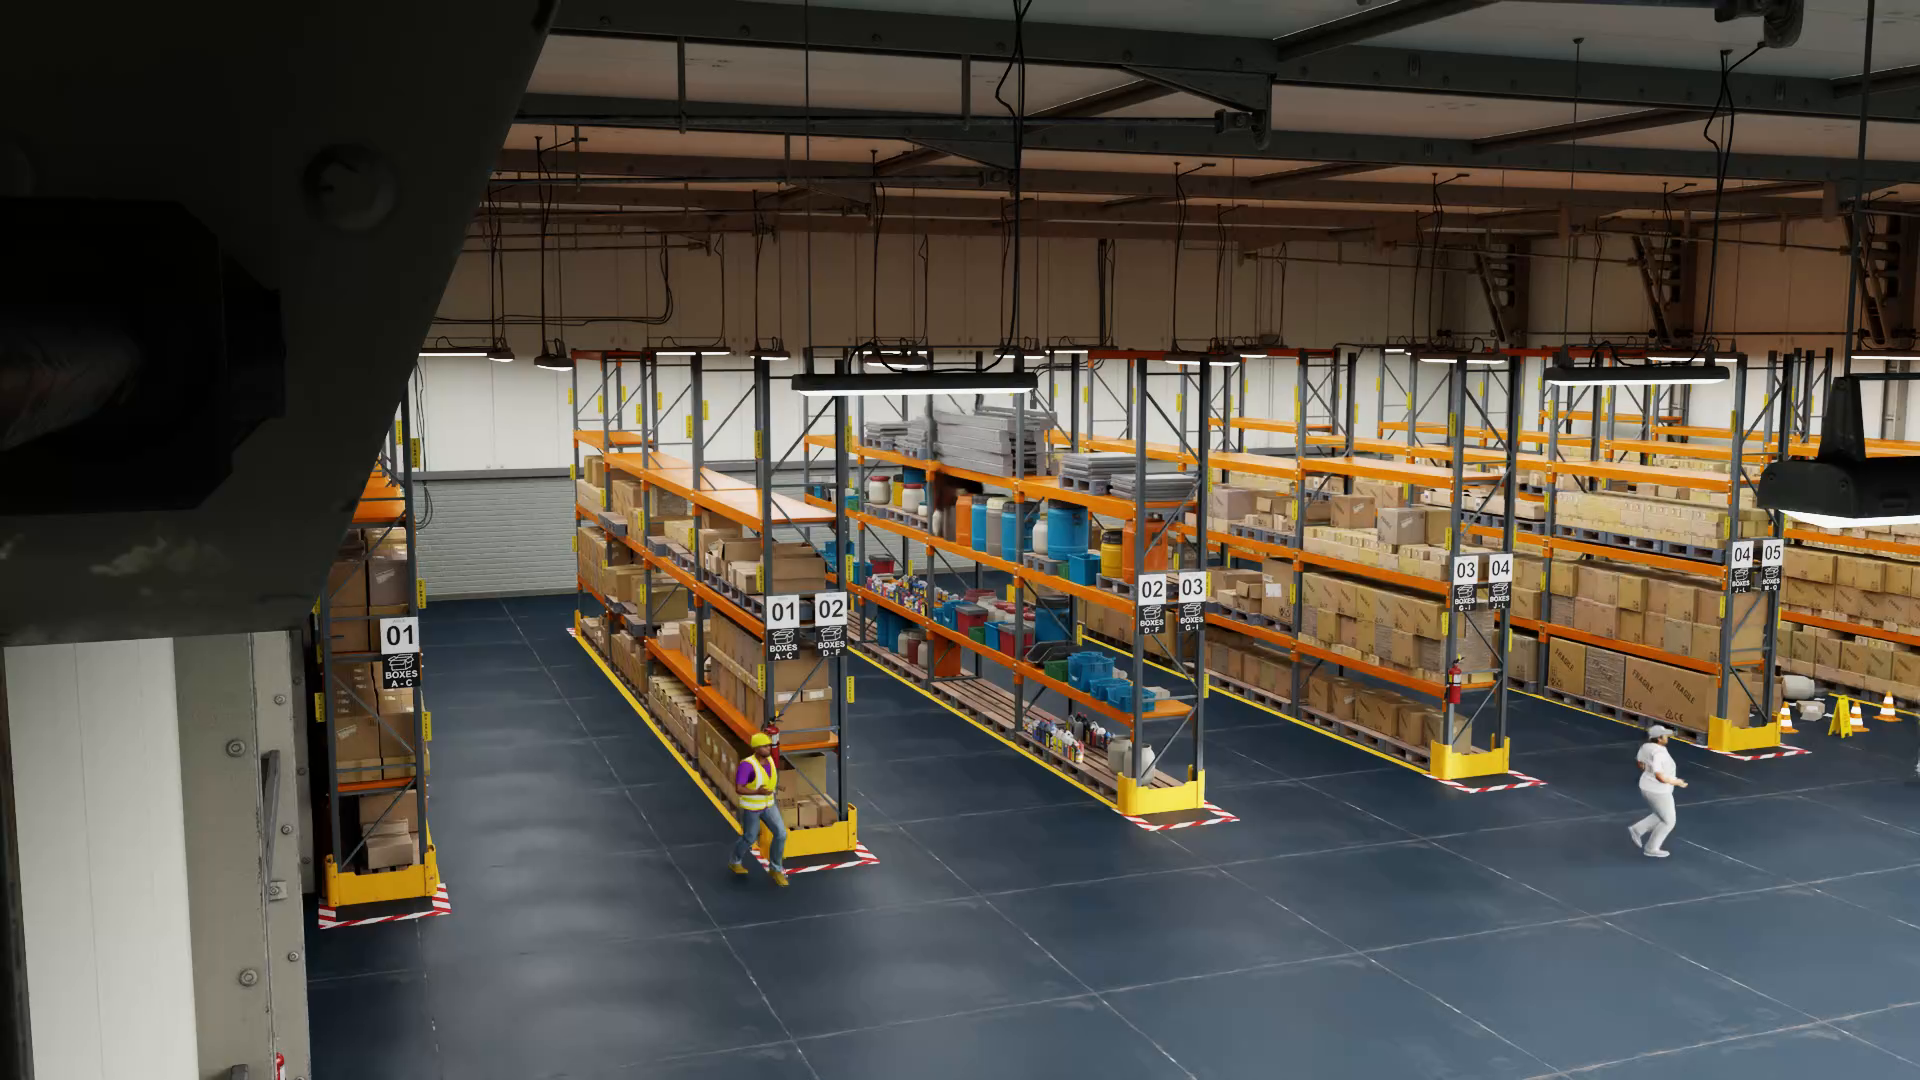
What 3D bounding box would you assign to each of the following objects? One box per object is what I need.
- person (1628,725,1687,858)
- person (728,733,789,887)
[{"bbox_3d":[8.451,3.033,20.134,0.568,1.618,0.602,1,7,4],"label":"person"},{"bbox_3d":[-2.352,3.091,19.188,0.825,1.790,0.717,6,9,40],"label":"person"}]
